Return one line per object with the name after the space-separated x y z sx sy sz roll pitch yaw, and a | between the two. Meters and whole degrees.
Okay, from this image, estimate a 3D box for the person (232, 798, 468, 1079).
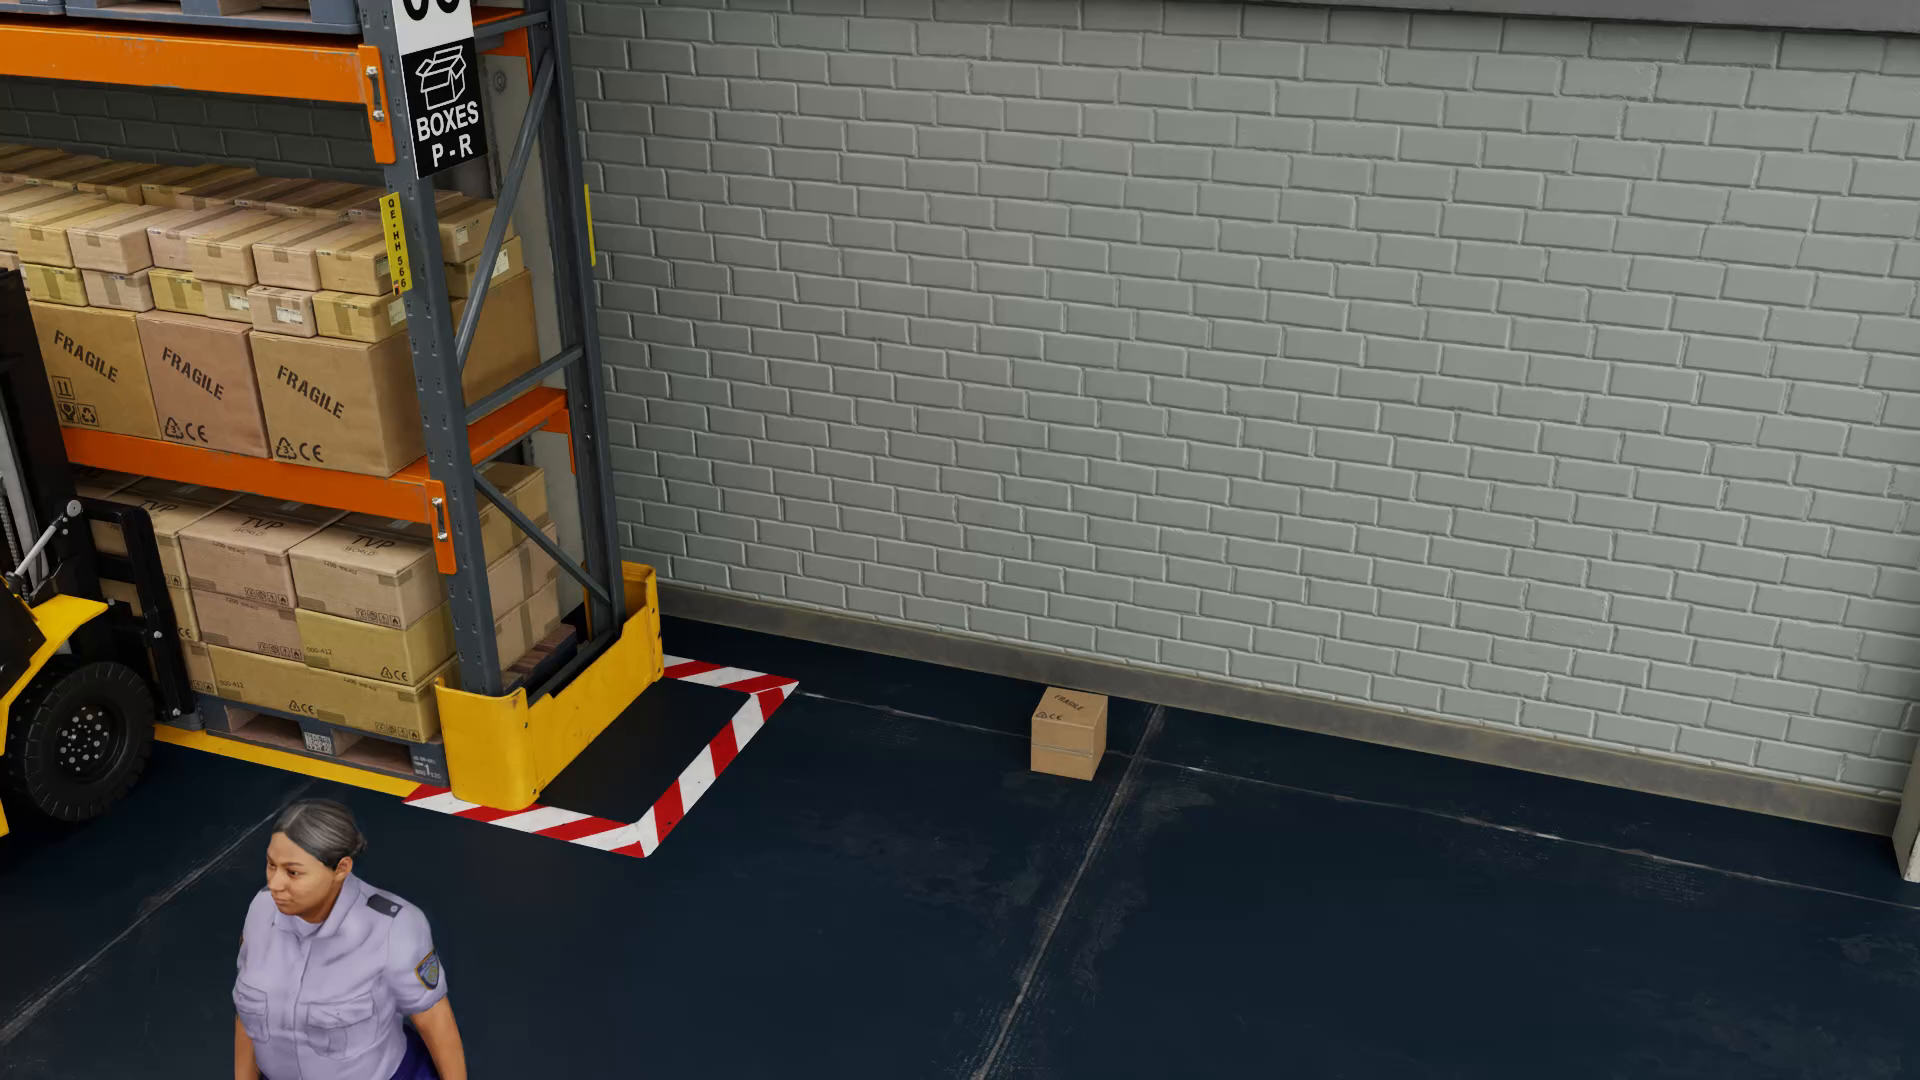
-1.426 1.367 3.875 0.514 1.705 0.605 10 28 19 | person
